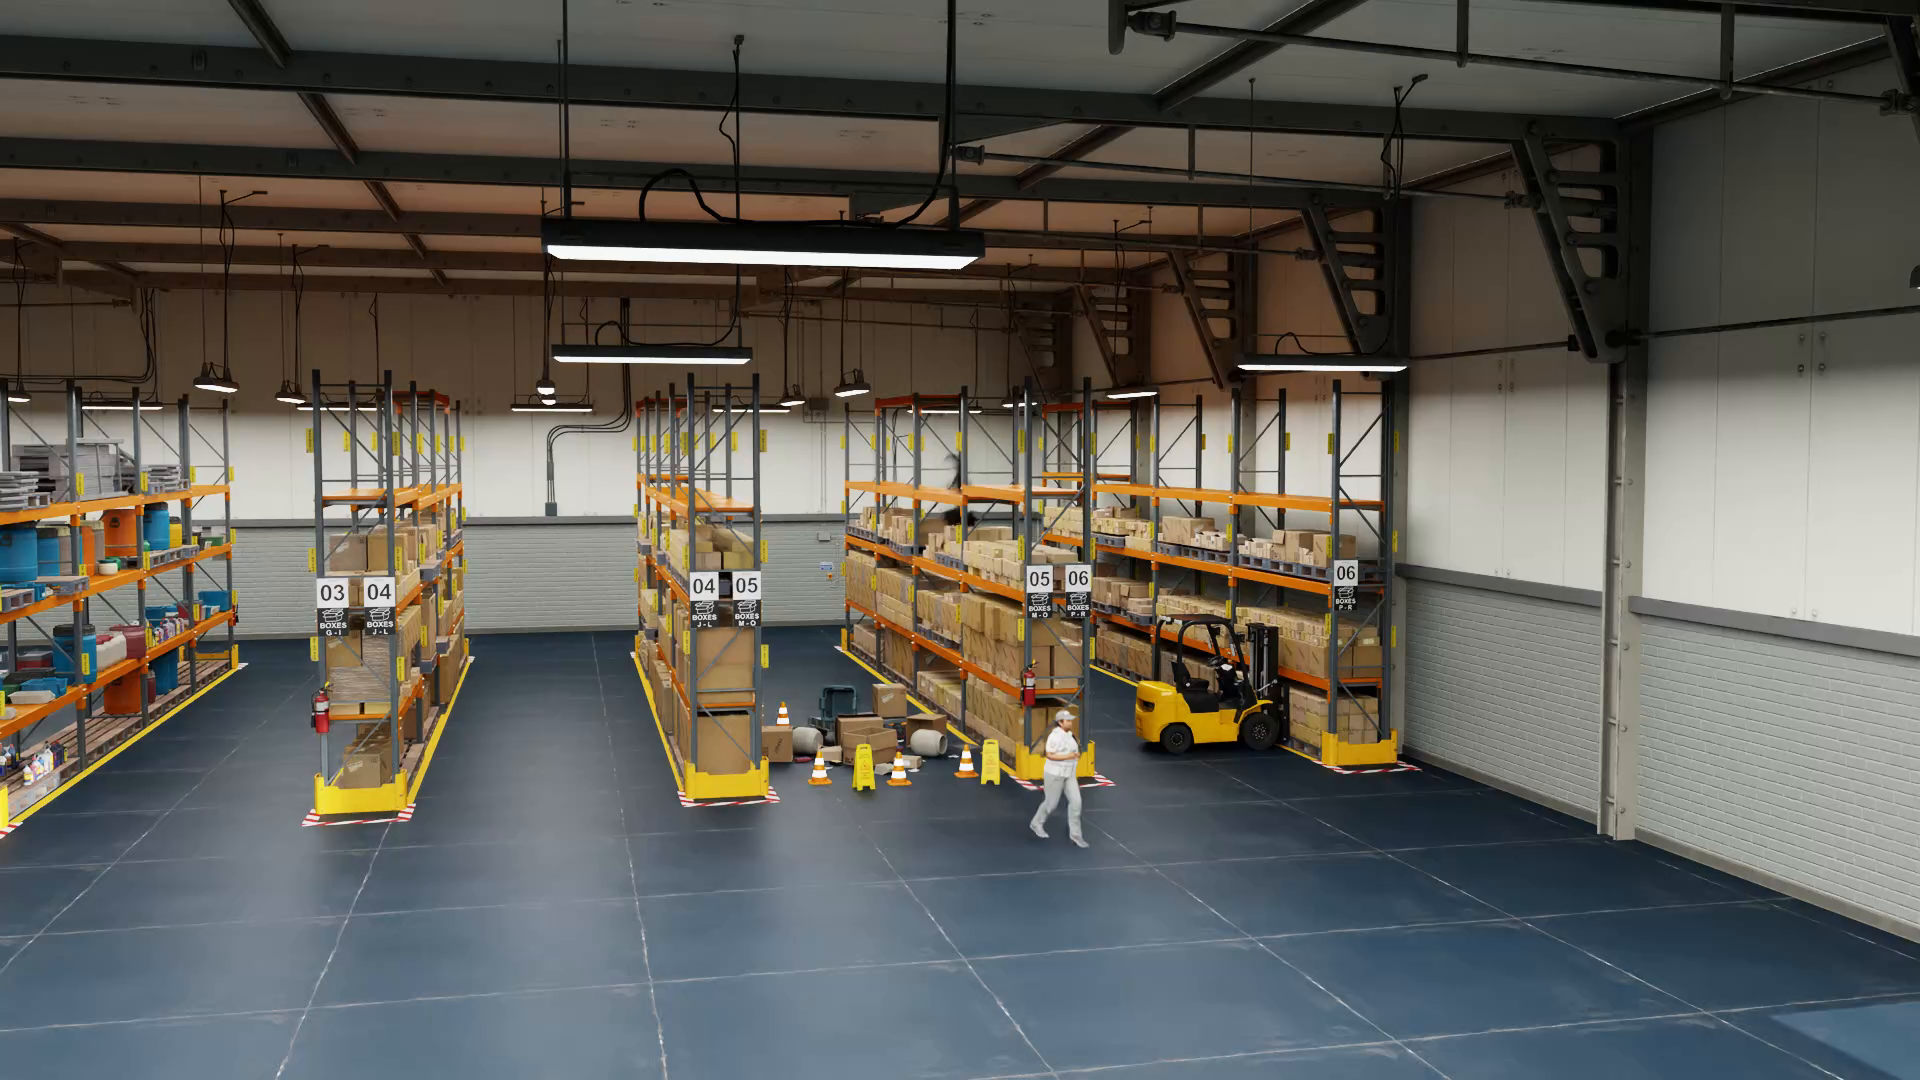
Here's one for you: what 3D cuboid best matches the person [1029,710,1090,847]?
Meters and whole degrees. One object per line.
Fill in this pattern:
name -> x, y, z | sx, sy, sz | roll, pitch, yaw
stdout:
person -> 1.217, 2.977, 20.799 | 0.826, 1.715, 0.581 | 3, 4, 37
